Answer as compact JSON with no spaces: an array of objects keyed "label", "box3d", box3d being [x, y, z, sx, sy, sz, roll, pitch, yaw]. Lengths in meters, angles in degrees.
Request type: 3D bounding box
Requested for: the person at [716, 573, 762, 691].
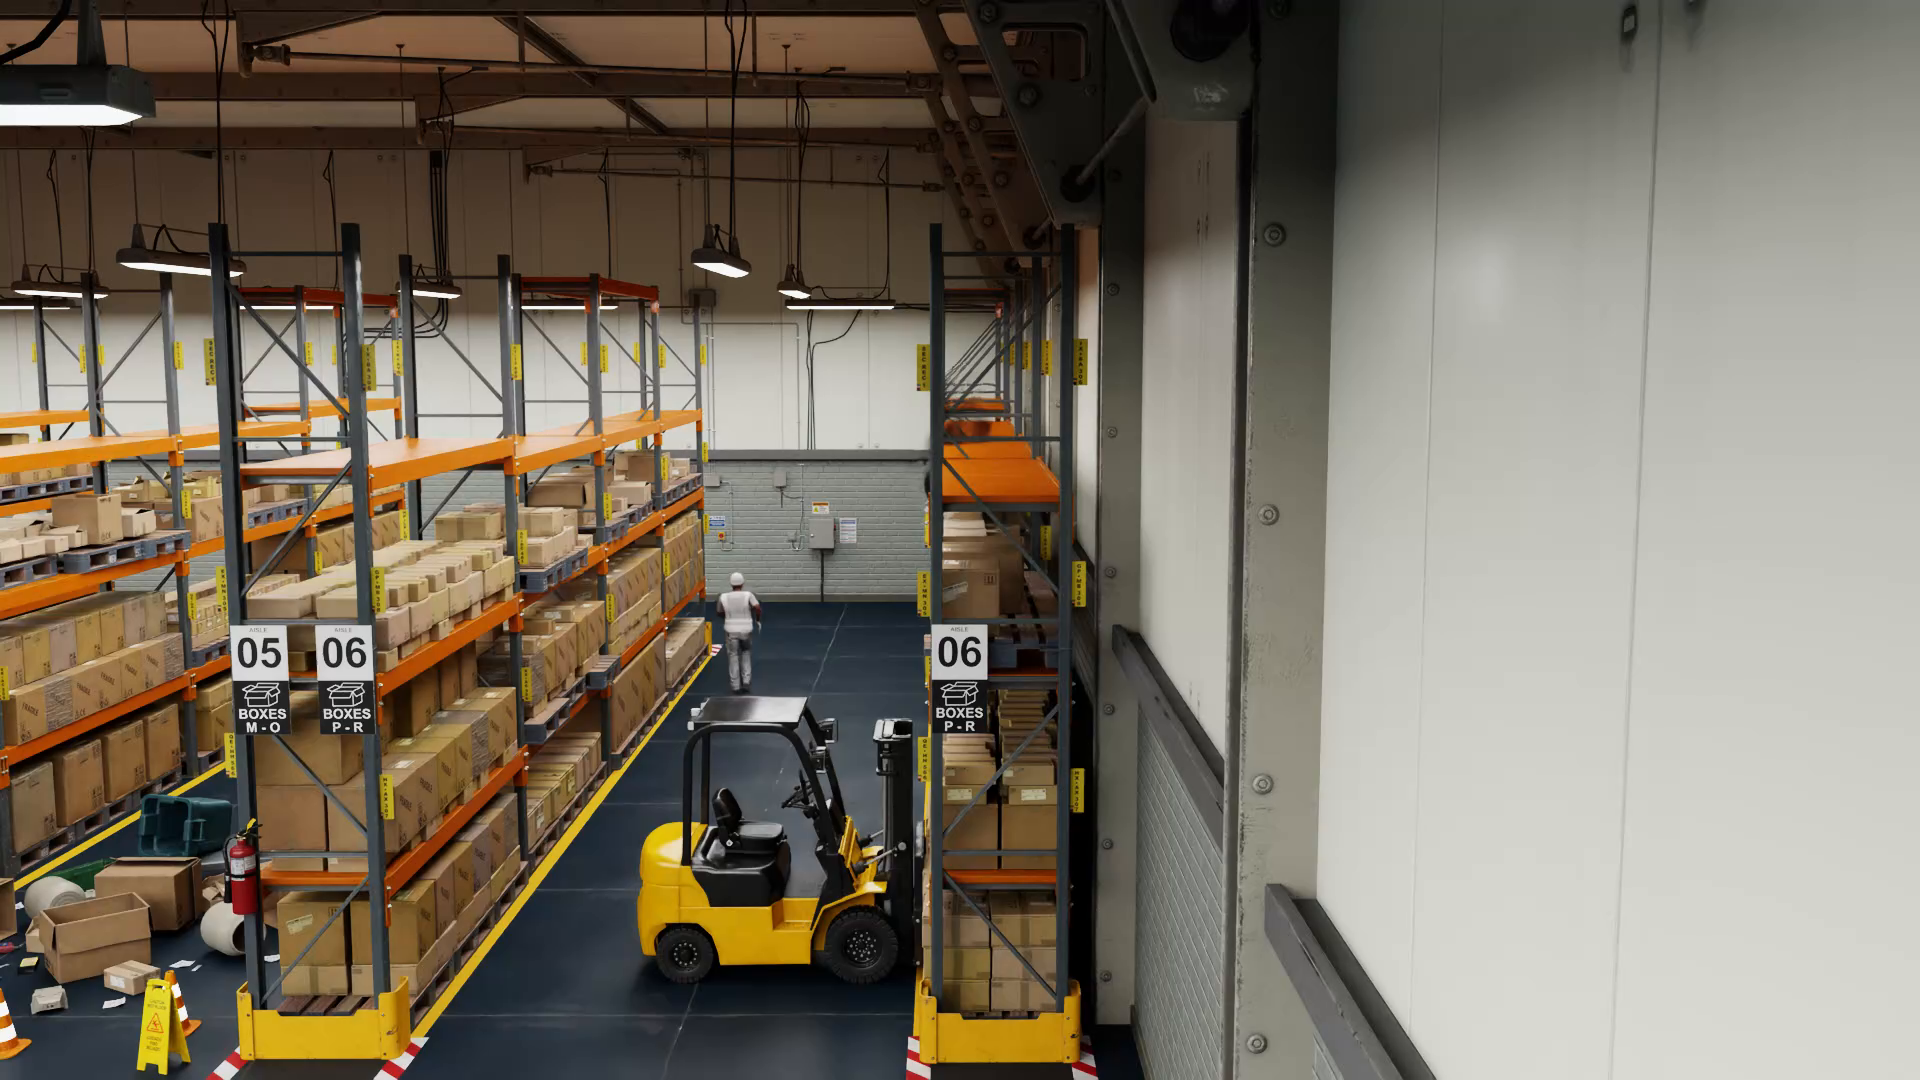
[{"label":"person","box3d":[-3.293,1.396,24.764,0.657,1.841,0.770,-1,7,-11]}]
